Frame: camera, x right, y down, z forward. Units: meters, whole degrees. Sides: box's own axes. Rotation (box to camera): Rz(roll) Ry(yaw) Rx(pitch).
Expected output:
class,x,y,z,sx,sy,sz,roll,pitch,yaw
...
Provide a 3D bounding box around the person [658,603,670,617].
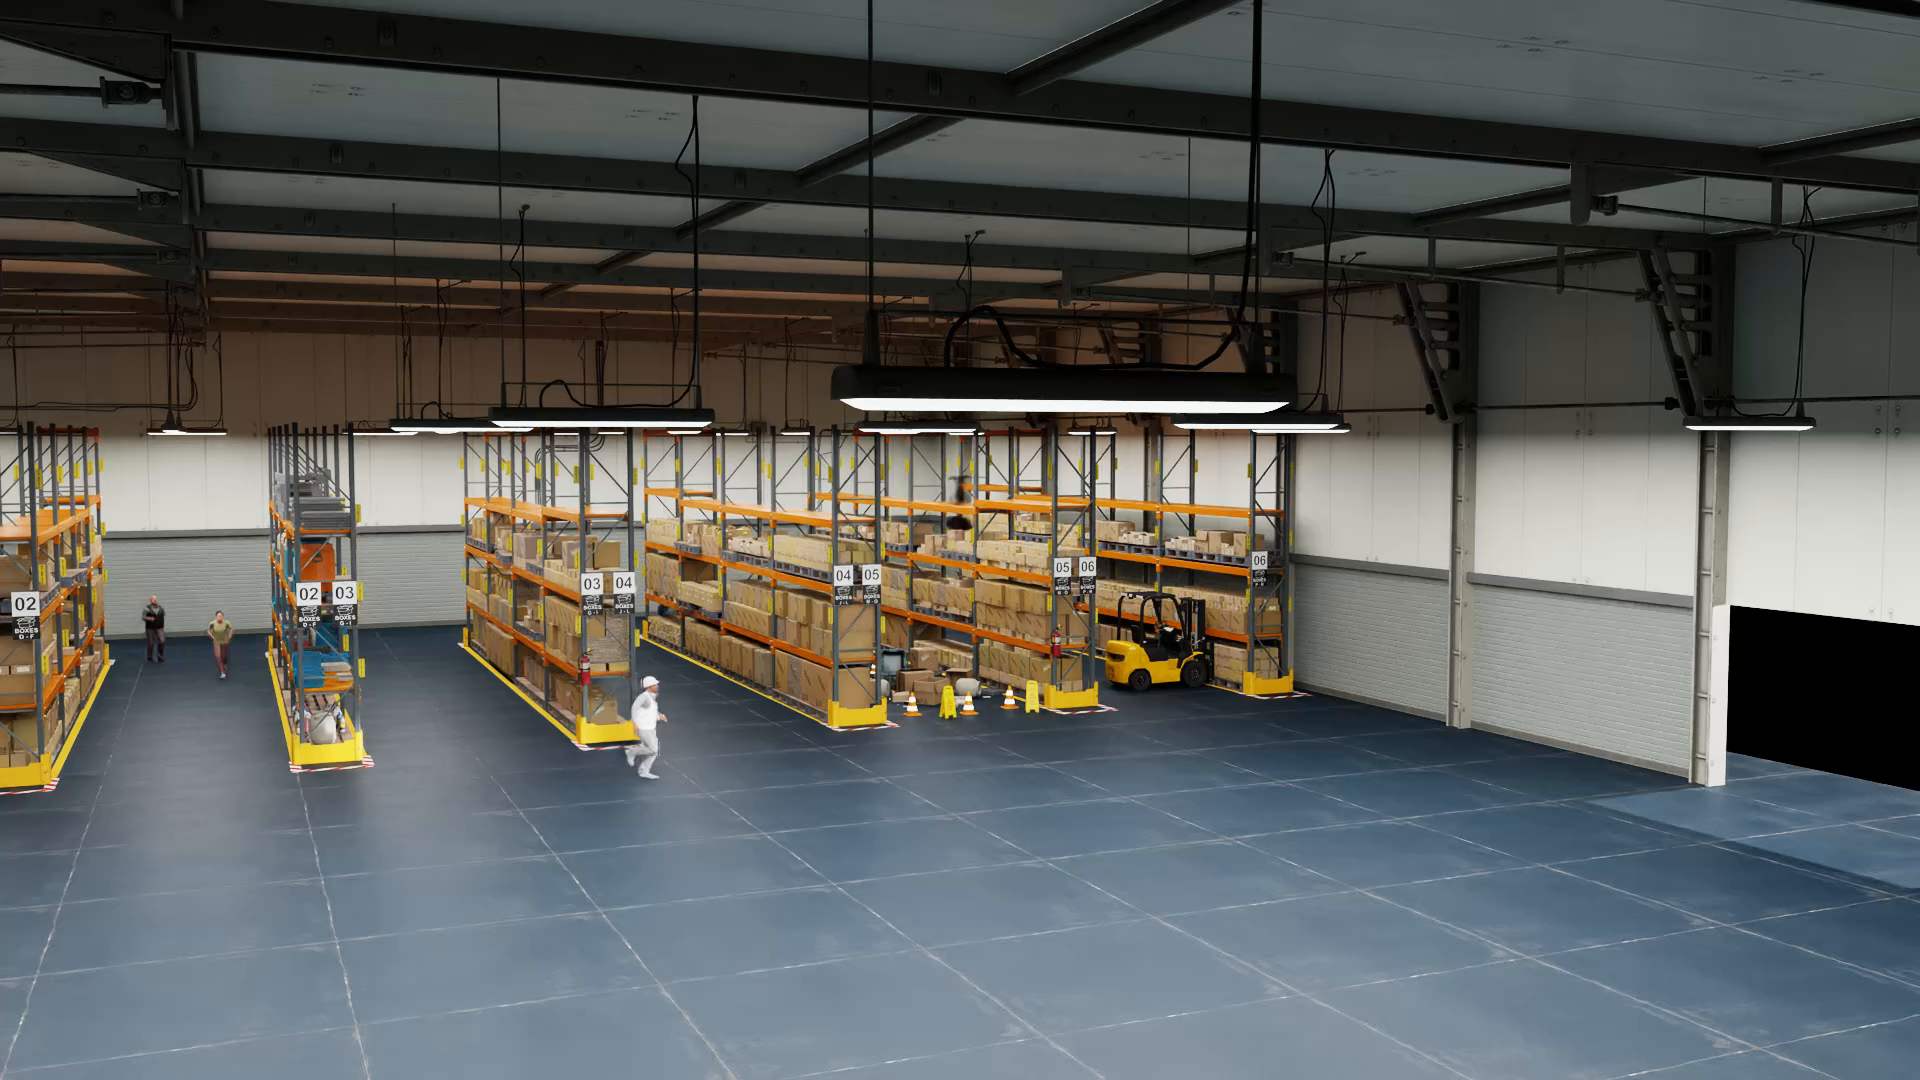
class,x,y,z,sx,sy,sz,roll,pitch,yaw
person,-8.769,1.917,49.576,0.711,1.591,0.533,-3,4,-39

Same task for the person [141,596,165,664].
class,x,y,z,sx,sy,sz,roll,pitch,yaw
person,-20.473,2.299,42.271,0.613,1.779,0.796,-3,4,-38

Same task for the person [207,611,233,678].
class,x,y,z,sx,sy,sz,roll,pitch,yaw
person,-17.798,2.487,40.028,0.555,1.616,0.786,-1,4,-19

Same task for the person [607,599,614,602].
class,x,y,z,sx,sy,sz,roll,pitch,yaw
person,-10.161,1.960,47.665,0.773,1.734,0.991,1,4,14

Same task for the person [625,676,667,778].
class,x,y,z,sx,sy,sz,roll,pitch,yaw
person,-5.295,3.164,28.046,0.680,1.730,0.694,0,4,7
